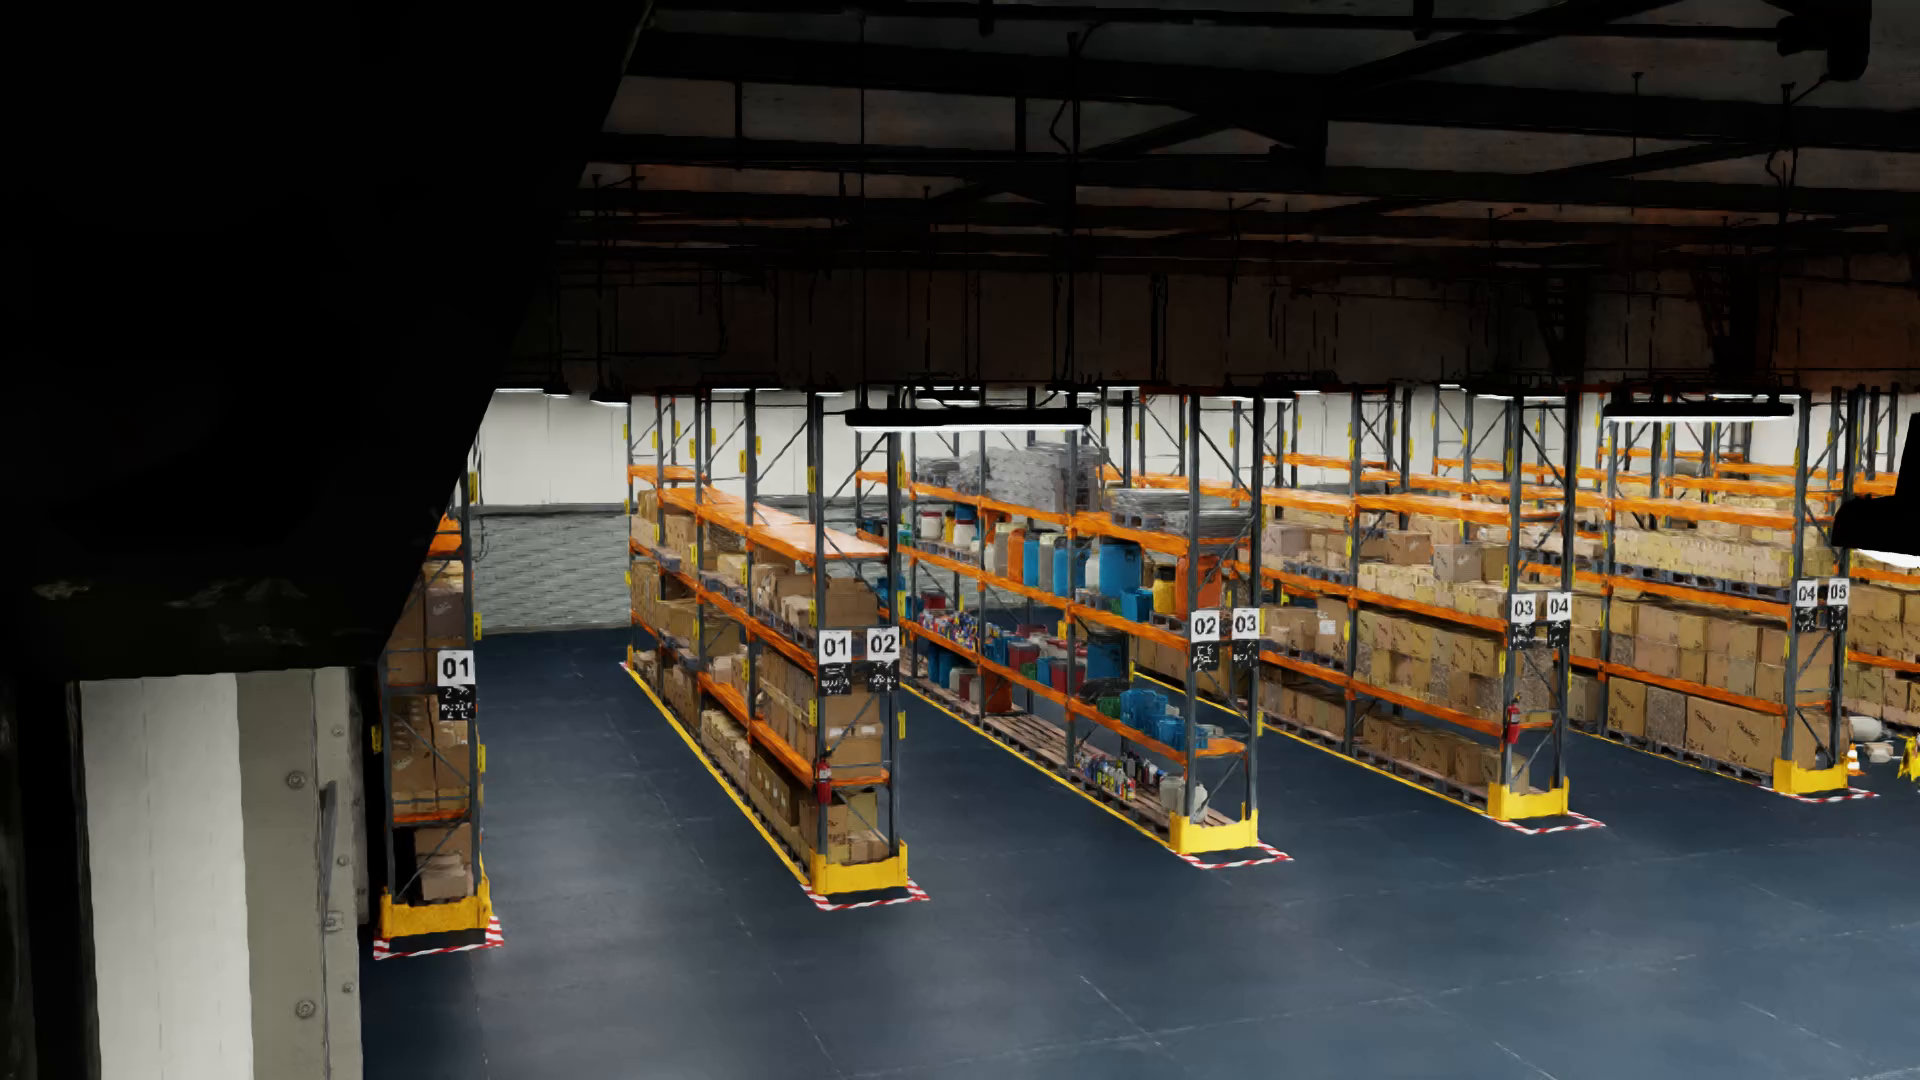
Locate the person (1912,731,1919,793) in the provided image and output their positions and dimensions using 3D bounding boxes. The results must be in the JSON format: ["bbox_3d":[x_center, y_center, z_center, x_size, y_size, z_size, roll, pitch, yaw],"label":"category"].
[{"bbox_3d":[14.141,3.069,24.173,0.456,1.534,0.883,0,6,4],"label":"person"}]

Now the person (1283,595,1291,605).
[{"bbox_3d":[6.646,1.967,34.049,0.591,1.716,1.042,-2,6,-20],"label":"person"}]
